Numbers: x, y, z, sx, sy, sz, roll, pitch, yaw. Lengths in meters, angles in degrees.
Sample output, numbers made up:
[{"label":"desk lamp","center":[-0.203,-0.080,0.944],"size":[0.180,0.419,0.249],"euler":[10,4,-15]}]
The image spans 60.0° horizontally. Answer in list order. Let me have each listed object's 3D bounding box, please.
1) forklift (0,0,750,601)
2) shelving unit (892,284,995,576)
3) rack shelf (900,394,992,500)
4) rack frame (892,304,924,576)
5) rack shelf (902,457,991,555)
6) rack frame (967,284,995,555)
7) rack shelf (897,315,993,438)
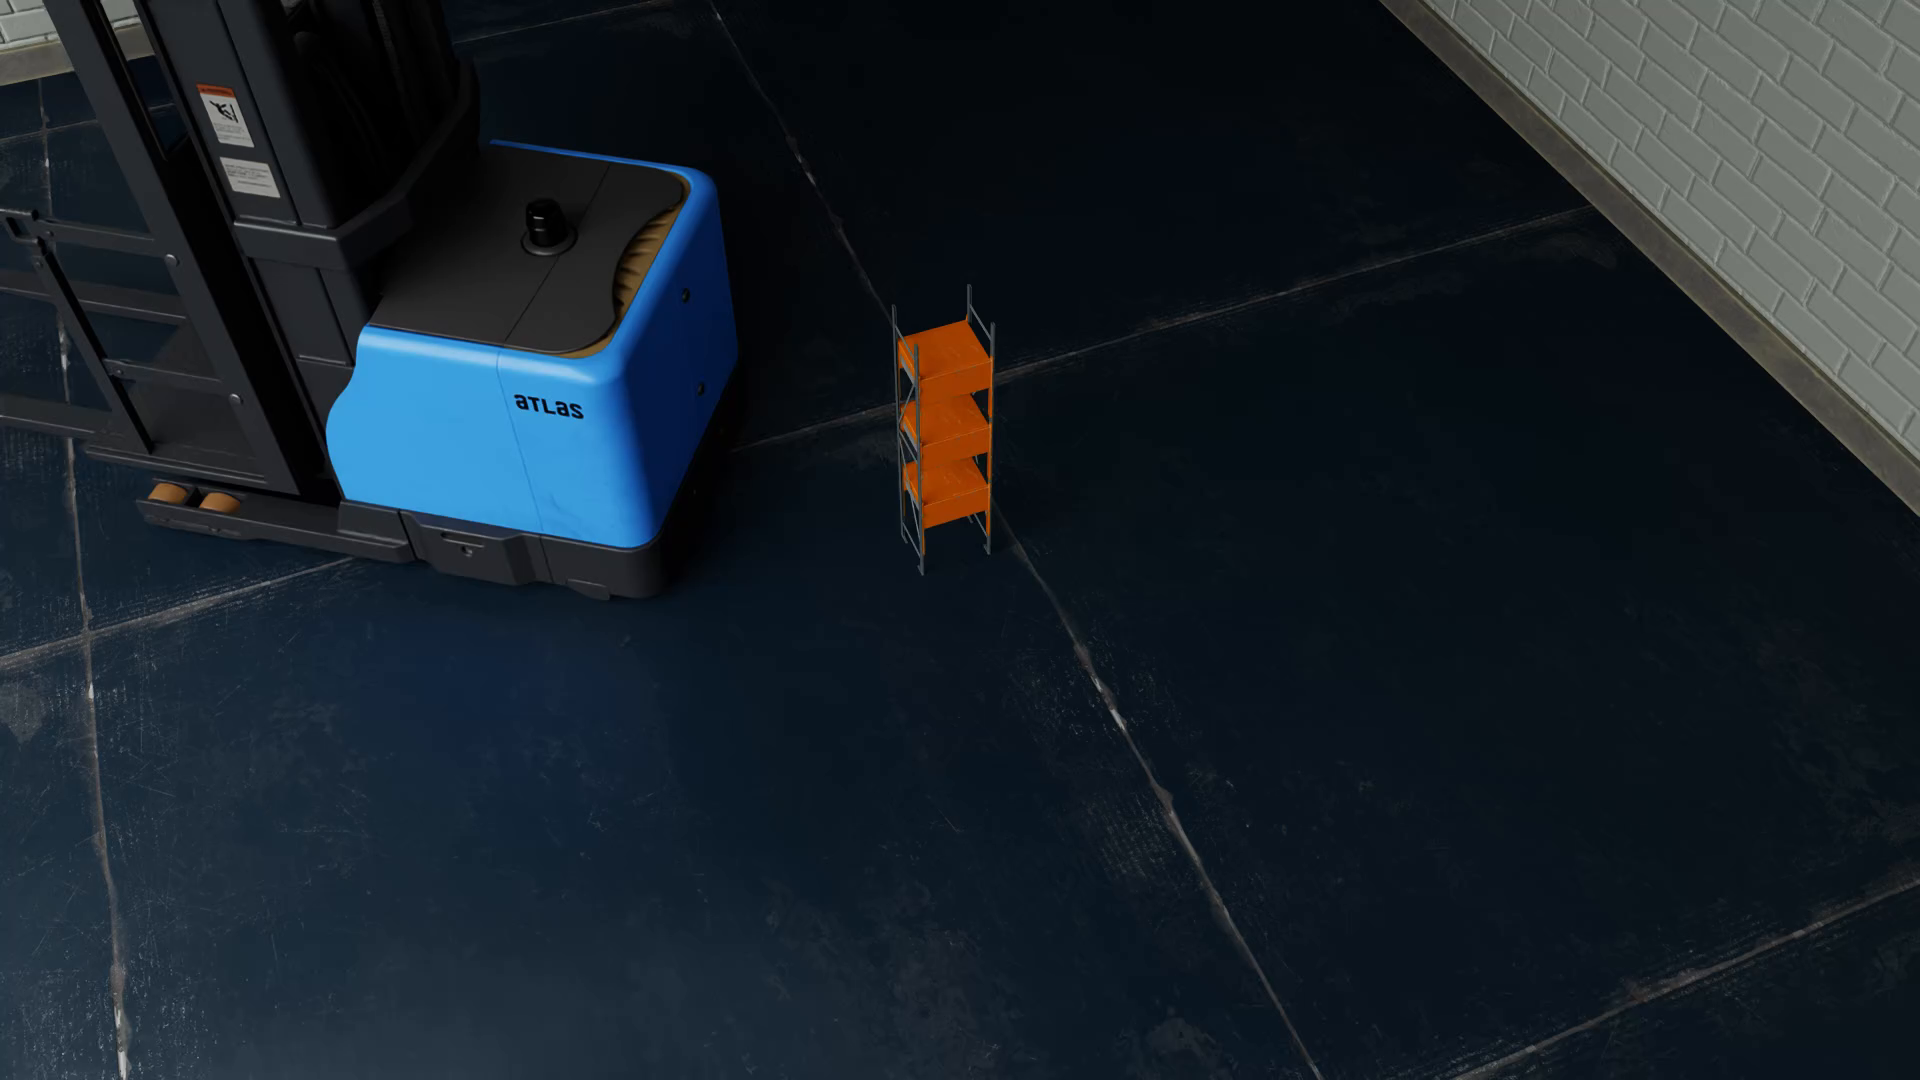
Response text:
[{"label":"forklift","center":[-2.343,-1.341,4.970],"size":[3.031,2.935,1.130],"euler":[10,50,8]},{"label":"shelving unit","center":[-0.050,-0.327,5.339],"size":[0.252,1.050,0.215],"euler":[-17,52,-14]},{"label":"rack shelf","center":[-0.050,-0.320,5.347],"size":[0.240,0.259,0.215],"euler":[-17,52,-14]},{"label":"rack frame","center":[-0.162,-0.292,5.308],"size":[0.008,1.050,0.200],"euler":[-17,52,-14]},{"label":"rack shelf","center":[-0.050,-0.139,5.557],"size":[0.240,0.259,0.215],"euler":[-17,52,-14]},{"label":"rack frame","center":[0.063,-0.362,5.369],"size":[0.008,1.050,0.200],"euler":[-17,52,-14]},{"label":"rack shelf","center":[-0.050,-0.505,5.131],"size":[0.240,0.259,0.215],"euler":[-17,52,-14]}]
